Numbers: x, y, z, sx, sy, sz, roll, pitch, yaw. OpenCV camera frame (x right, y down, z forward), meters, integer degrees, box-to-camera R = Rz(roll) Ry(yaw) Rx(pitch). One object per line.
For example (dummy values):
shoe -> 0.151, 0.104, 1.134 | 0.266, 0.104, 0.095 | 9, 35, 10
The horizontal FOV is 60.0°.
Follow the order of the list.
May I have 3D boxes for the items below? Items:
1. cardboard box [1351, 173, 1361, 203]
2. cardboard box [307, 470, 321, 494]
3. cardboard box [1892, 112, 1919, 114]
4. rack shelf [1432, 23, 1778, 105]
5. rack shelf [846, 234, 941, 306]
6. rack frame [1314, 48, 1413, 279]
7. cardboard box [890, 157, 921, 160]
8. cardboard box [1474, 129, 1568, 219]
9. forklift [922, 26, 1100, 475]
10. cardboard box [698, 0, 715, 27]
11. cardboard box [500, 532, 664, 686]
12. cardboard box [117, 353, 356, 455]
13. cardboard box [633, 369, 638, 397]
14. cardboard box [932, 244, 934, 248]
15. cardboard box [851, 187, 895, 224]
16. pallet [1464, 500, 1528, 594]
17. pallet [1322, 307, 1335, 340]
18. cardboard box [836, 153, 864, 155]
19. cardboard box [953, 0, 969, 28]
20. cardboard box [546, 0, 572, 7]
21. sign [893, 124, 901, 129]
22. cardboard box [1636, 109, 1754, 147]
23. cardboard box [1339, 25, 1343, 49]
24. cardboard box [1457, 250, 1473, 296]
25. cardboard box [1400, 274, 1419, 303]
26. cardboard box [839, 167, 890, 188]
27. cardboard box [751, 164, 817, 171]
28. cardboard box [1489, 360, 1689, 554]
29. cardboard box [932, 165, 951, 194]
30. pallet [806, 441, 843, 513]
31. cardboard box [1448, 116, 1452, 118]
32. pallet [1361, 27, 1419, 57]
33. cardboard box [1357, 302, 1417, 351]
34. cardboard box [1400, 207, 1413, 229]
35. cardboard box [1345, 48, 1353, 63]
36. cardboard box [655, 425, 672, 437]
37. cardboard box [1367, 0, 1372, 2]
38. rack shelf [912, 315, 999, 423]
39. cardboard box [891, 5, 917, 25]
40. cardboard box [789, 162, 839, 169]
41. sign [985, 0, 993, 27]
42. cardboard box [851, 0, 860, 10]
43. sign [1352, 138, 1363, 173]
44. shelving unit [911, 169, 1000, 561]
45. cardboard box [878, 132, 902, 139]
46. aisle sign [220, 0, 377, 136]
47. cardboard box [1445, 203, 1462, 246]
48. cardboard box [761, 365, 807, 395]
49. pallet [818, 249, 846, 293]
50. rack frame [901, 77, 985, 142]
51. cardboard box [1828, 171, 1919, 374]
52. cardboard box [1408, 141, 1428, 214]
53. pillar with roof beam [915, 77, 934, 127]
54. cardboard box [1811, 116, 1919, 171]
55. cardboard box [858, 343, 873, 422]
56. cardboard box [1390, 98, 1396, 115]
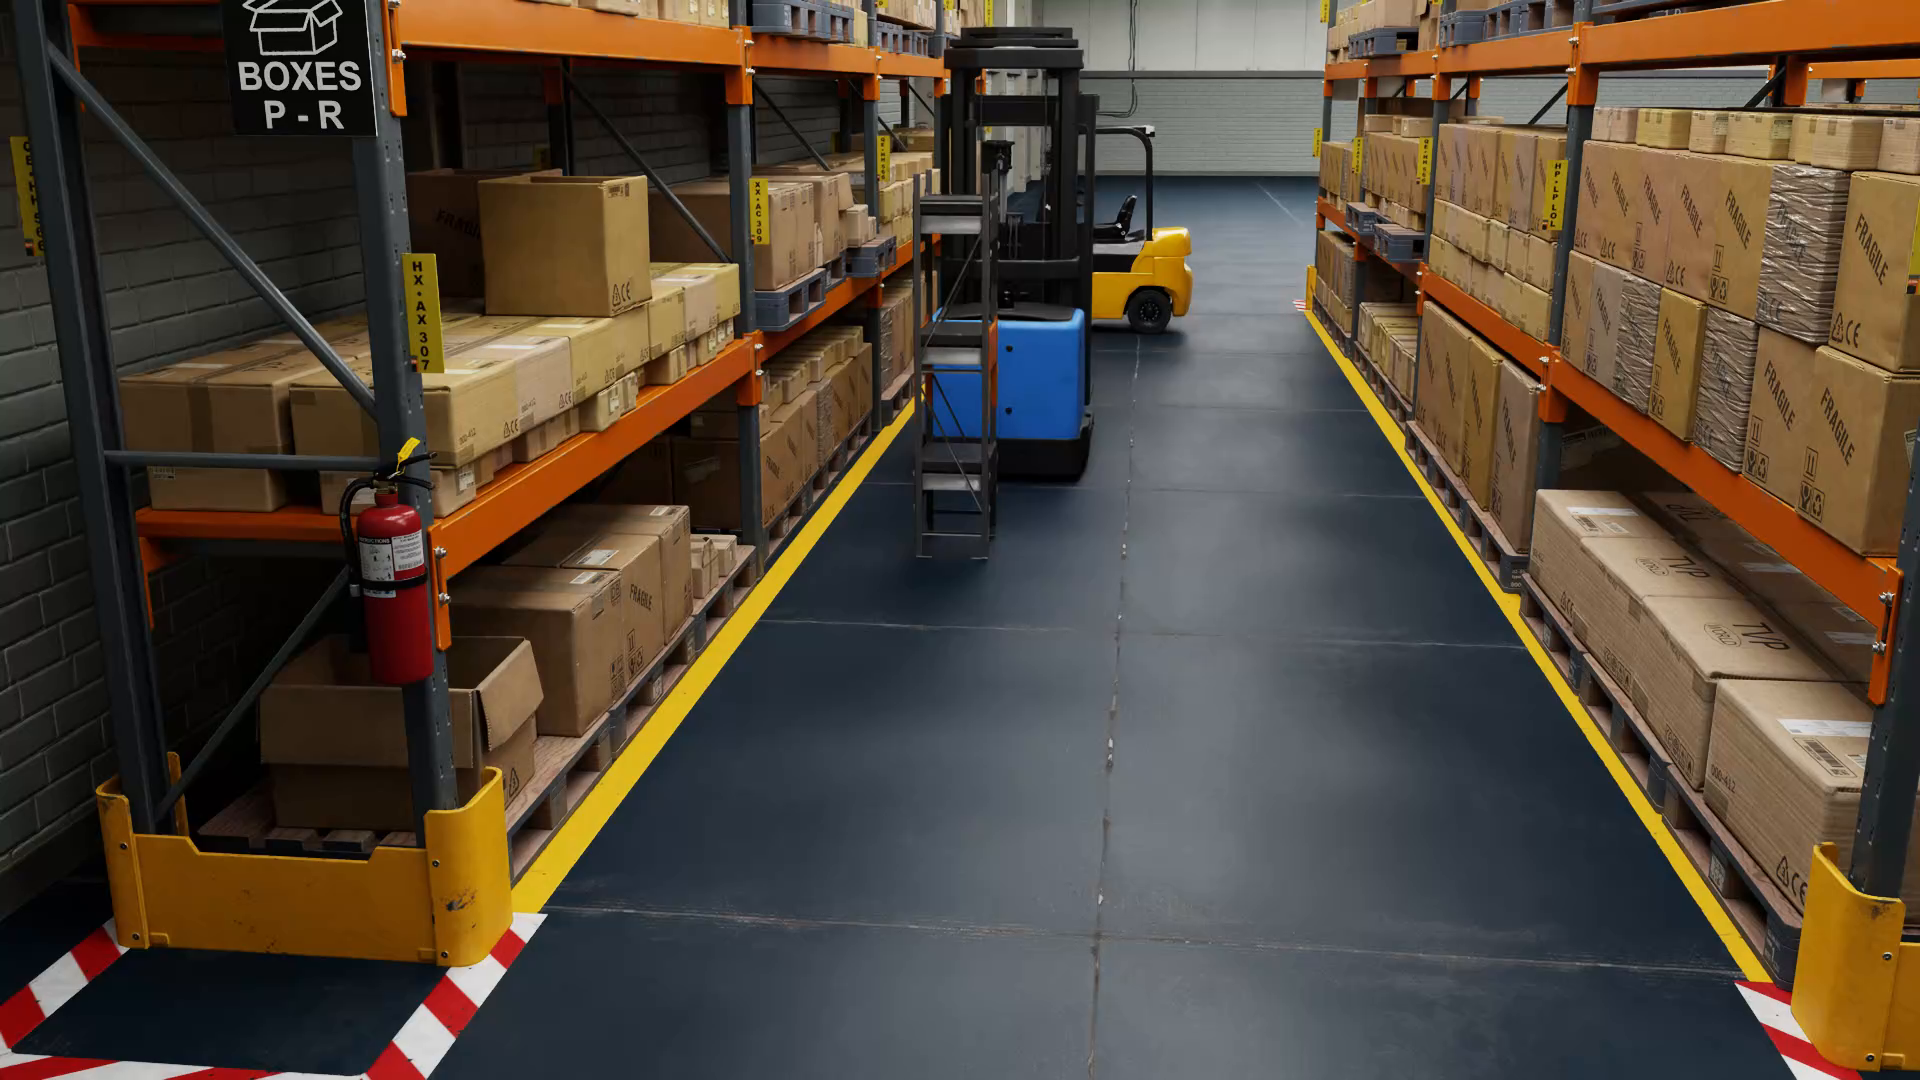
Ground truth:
cardboard box -> 4.083, -3.497, 16.085 | 0.500, 0.500, 0.500 | 1, 15, 5
cardboard box -> -2.146, -0.252, 5.327 | 0.380, 0.149, 0.250 | 2, 15, 8
cardboard box -> 3.458, -1.399, 5.739 | 0.380, 0.149, 0.250 | 1, 15, 5
rack shelf -> 3.603, -2.727, 9.631 | 1.077, 0.370, 4.000 | 2, 15, 6
rack shelf -> -0.878, -2.461, 14.396 | 1.077, 0.370, 4.000 | 2, 15, 6
rack frame -> 4.731, -4.220, 19.520 | 1.000, 3.000, 0.127 | 2, 15, 6
cardboard box -> -0.551, -3.326, 14.782 | 0.380, 0.149, 0.250 | 1, 15, 5
cardboard box -> 3.349, -2.161, 9.802 | 0.500, 0.500, 0.500 | 2, 15, 7
forklift -> 0.433, -2.175, 12.092 | 1.130, 2.935, 3.031 | 2, 15, 6
cardboard box -> -1.333, -2.414, 7.577 | 0.380, 0.149, 0.250 | 2, 15, 6
cardboard box -> -1.549, 0.278, 6.870 | 0.500, 0.500, 0.500 | 2, 15, 7
cardboard box -> -2.218, -0.413, 5.162 | 0.500, 0.250, 0.500 | 2, 15, 8
cardboard box -> -1.532, -0.641, 6.769 | 0.380, 0.149, 0.250 | 2, 15, 6
cardboard box -> -0.218, -2.934, 17.314 | 0.500, 0.250, 0.500 | 2, 15, 6
cardboard box -> -0.786, -2.566, 12.735 | 0.500, 0.250, 0.500 | 2, 15, 6
pallet -> 3.389, 0.037, 9.123 | 1.003, 0.211, 1.213 | 2, 15, 6
pallet -> 4.456, -2.329, 17.869 | 1.003, 0.211, 1.213 | 2, 15, 6
cardboard box -> -0.988, -3.536, 15.558 | 0.380, 0.149, 0.250 | 1, 15, 4
cardboard box -> -0.328, -5.578, 17.605 | 0.797, 0.503, 0.637 | 2, 15, 8
cardboard box -> -1.537, -1.882, 5.611 | 0.380, 0.149, 0.250 | 2, 15, 6
sign -> -0.752, -4.839, 20.000 | 0.100, 0.325, 0.005 | 2, 15, 6
cardboard box -> 2.995, -1.680, 6.779 | 0.380, 0.149, 0.250 | 2, 15, 6
cardboard box -> 4.310, -5.351, 17.676 | 0.500, 0.250, 0.500 | 2, 15, 8
cardboard box -> 3.418, -1.683, 10.428 | 0.500, 0.250, 0.500 | 2, 15, 8
cardboard box -> 4.615, -2.565, 16.426 | 0.500, 0.500, 0.500 | 2, 15, 9
cardboard box -> -0.746, -2.795, 12.816 | 0.380, 0.149, 0.250 | 2, 15, 7
cardboard box -> -1.317, -2.412, 11.840 | 0.500, 0.500, 0.500 | 2, 15, 9
cardboard box -> 3.368, -0.447, 8.836 | 0.875, 0.875, 0.875 | 2, 15, 8
cardboard box -> -0.343, -3.483, 16.605 | 0.500, 0.500, 0.500 | 1, 15, 5
pallet -> -1.366, -0.436, 10.869 | 1.003, 0.211, 1.213 | 2, 15, 6
cardboard box -> 4.387, -3.584, 14.362 | 0.380, 0.149, 0.250 | 1, 15, 5
pallet -> 3.990, -4.113, 13.741 | 1.213, 0.211, 1.003 | 2, 15, 6
cardboard box -> 4.223, -1.980, 15.469 | 0.950, 0.372, 0.625 | 2, 15, 7
cardboard box -> 3.574, -2.456, 12.677 | 0.380, 0.149, 0.250 | 2, 15, 6
cardboard box -> 4.240, -5.065, 17.382 | 0.380, 0.149, 0.250 | 1, 15, 5
cardboard box -> -1.800, -0.666, 9.119 | 0.380, 0.149, 0.250 | 1, 15, 4
cardboard box -> 3.769, -4.732, 14.196 | 0.500, 0.250, 0.500 | 1, 15, 5
rack shelf -> -0.019, -0.957, 9.233 | 0.431, 0.518, 0.480 | 2, 15, 6
cardboard box -> -0.562, -4.411, 13.967 | 0.380, 0.149, 0.250 | 2, 15, 6
cardboard box -> -1.195, -3.009, 13.611 | 0.380, 0.149, 0.250 | 2, 15, 6
sign -> 0.336, -6.182, 19.488 | 0.100, 0.325, 0.005 | 2, 15, 6
cardboard box -> -0.905, -3.759, 11.594 | 0.380, 0.149, 0.250 | 2, 15, 7
sign -> 3.740, -3.614, 15.622 | 0.100, 0.325, 0.005 | 2, 15, 6
shelving unit -> -0.019, -0.971, 9.229 | 0.431, 2.100, 0.503 | 2, 15, 6
cardboard box -> -0.815, -4.190, 17.408 | 0.380, 0.149, 0.250 | 1, 15, 5
aisle sign -> -1.722, -1.444, 4.274 | 0.394, 0.787, 0.004 | 2, 15, 6
cardboard box -> 3.467, -2.055, 10.847 | 0.500, 0.250, 0.500 | 2, 15, 8
cardboard box -> -1.165, -0.987, 10.309 | 0.380, 0.149, 0.250 | 2, 15, 8
pallet -> -1.319, -1.693, 10.543 | 1.003, 0.211, 1.213 | 2, 15, 6
rack frame -> -0.201, -4.365, 20.057 | 1.000, 3.000, 0.127 | 2, 15, 6
cardboard box -> 2.744, -0.733, 4.518 | 0.500, 0.500, 0.500 | 2, 15, 8
cardboard box -> 3.604, -2.665, 12.207 | 0.500, 0.500, 0.500 | 1, 15, 5
pillar with roof beam -> 3.779, -8.536, 23.991 | 9.100, 9.000, 0.400 | 2, 15, 6
cardboard box -> 2.718, -1.149, 4.814 | 0.380, 0.149, 0.250 | 2, 15, 6
cardboard box -> -0.938, -1.170, 12.227 | 0.500, 0.500, 0.500 | 2, 15, 8
cardboard box -> 4.624, -4.096, 16.387 | 0.700, 0.500, 0.500 | 2, 15, 7
